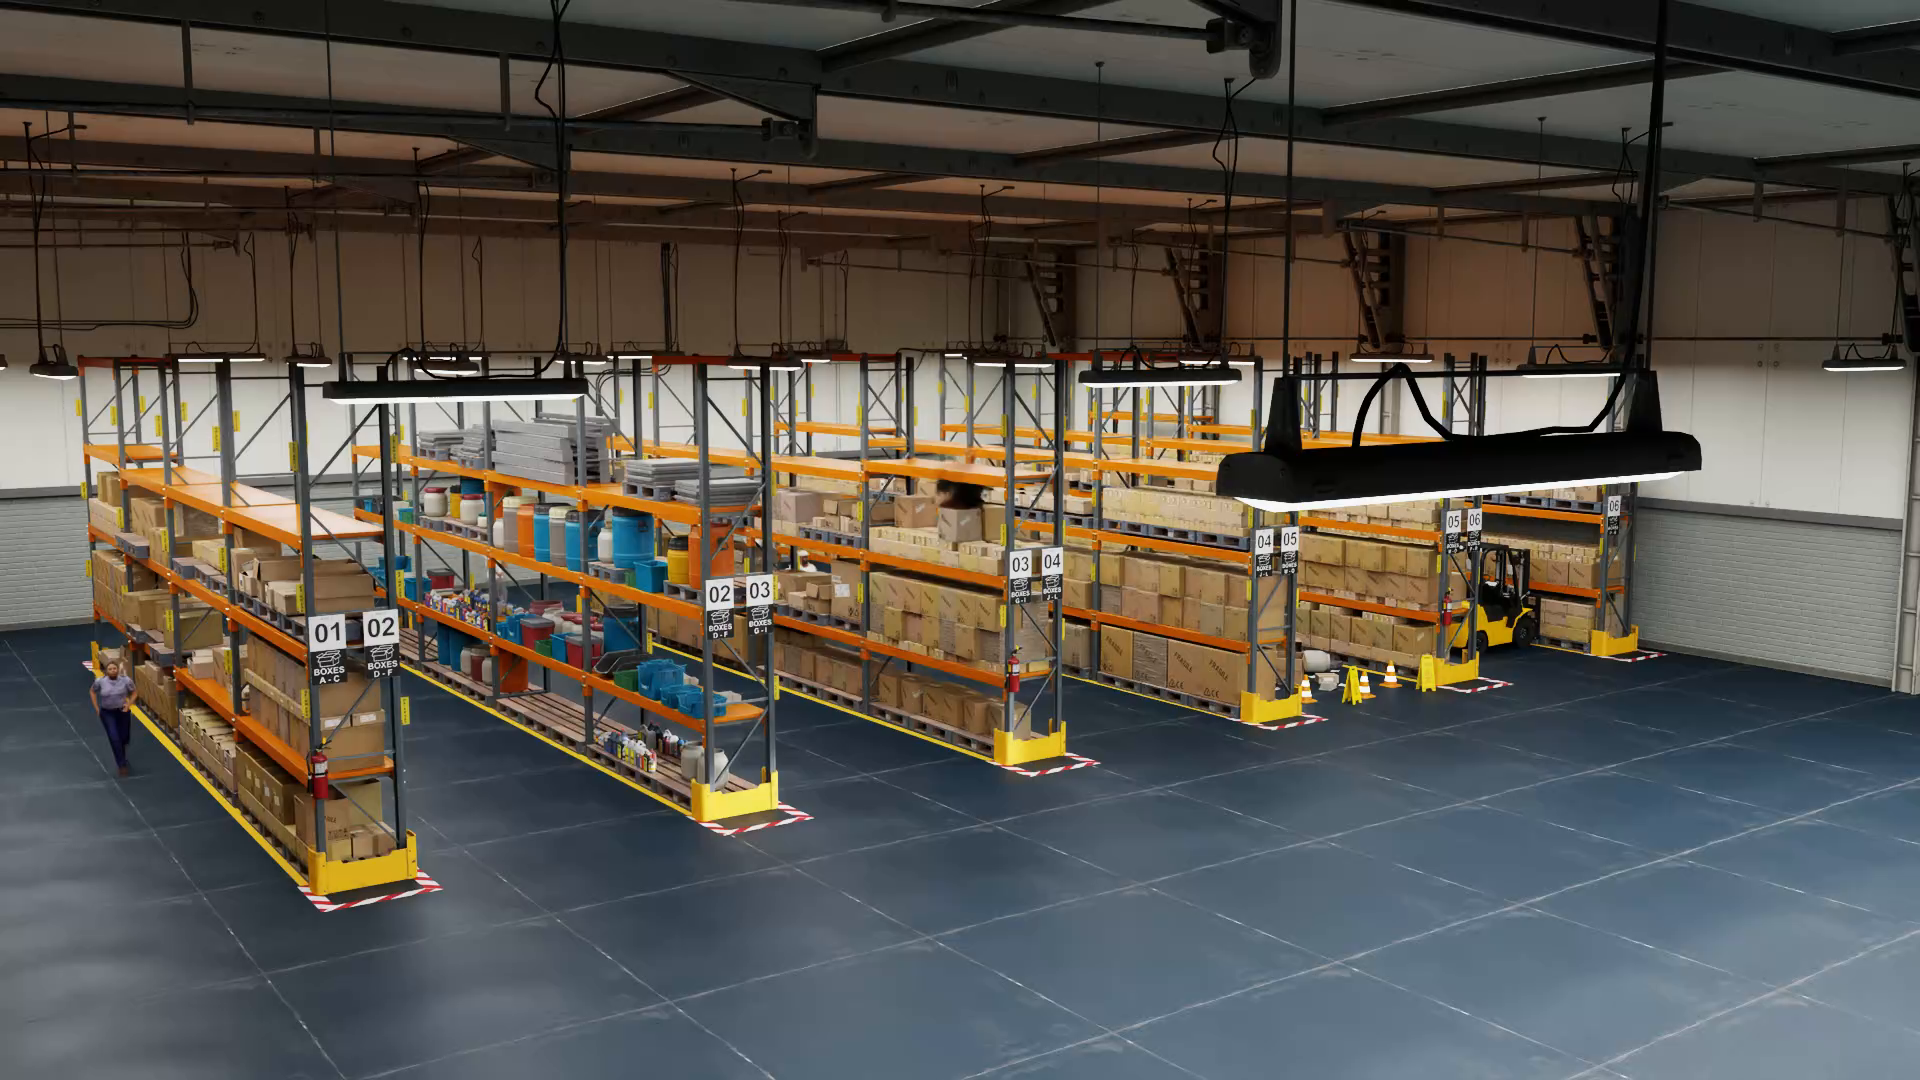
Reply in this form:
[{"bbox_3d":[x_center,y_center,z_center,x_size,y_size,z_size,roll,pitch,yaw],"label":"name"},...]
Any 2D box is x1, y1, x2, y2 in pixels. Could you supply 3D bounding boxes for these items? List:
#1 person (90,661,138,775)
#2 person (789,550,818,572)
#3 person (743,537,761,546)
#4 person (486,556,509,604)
[{"bbox_3d":[-12.423,2.578,24.465,0.630,1.644,0.895,-4,8,-31],"label":"person"},{"bbox_3d":[-3.331,1.107,35.669,0.693,1.778,0.946,-6,9,-39],"label":"person"},{"bbox_3d":[-5.204,0.540,40.808,0.733,1.706,0.543,4,8,31],"label":"person"},{"bbox_3d":[-10.674,0.855,38.067,0.845,1.743,0.669,-3,7,-22],"label":"person"}]
